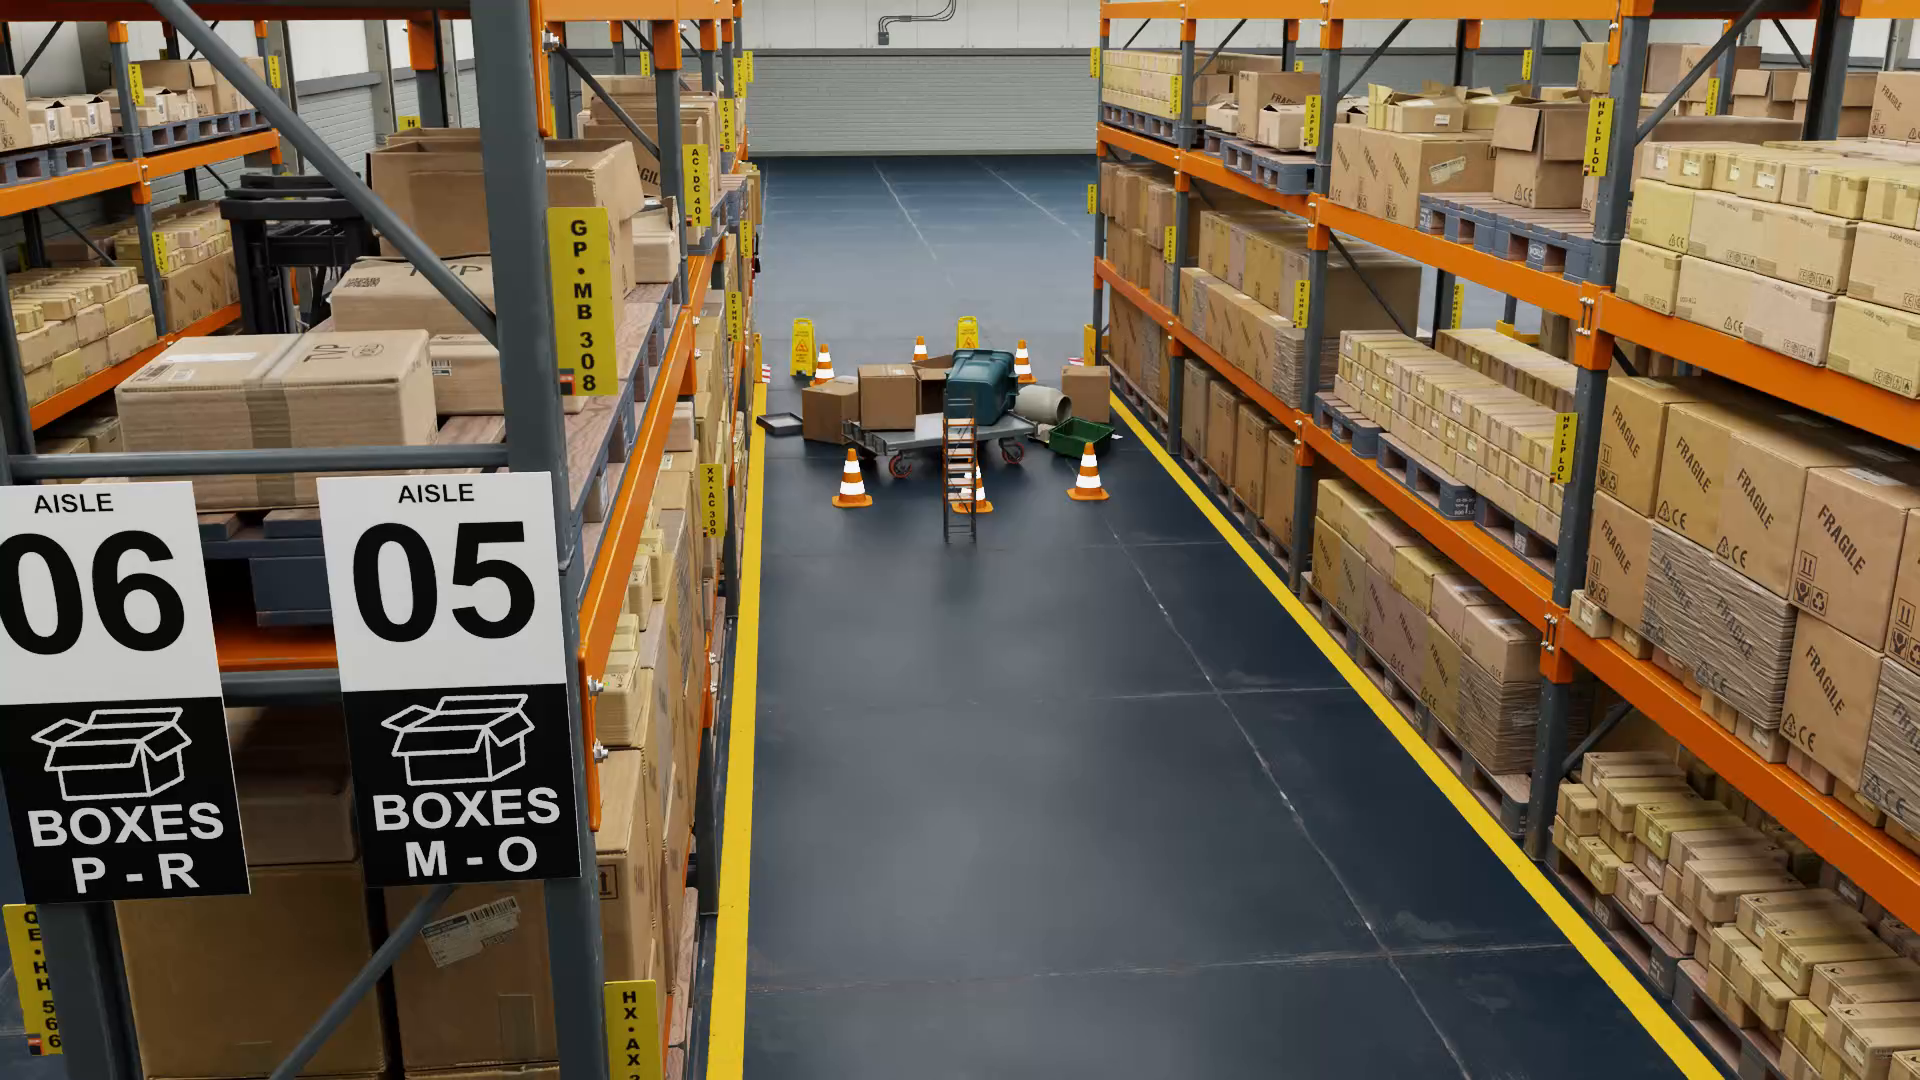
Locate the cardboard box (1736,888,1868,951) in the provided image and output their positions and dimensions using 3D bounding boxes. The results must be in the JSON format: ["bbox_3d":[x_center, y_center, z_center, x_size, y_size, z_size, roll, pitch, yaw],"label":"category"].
[{"bbox_3d":[3.276,1.494,6.477,0.380,0.149,0.250,-3,18,-8],"label":"cardboard box"}]

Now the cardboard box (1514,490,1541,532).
[{"bbox_3d":[3.031,-0.153,8.376,0.380,0.149,0.250,-2,18,-5],"label":"cardboard box"}]

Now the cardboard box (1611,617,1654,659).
[{"bbox_3d":[3.101,0.406,7.296,0.380,0.149,0.250,-1,17,-4],"label":"cardboard box"}]

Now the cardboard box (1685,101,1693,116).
[{"bbox_3d":[7.158,-4.110,15.837,0.380,0.149,0.250,-2,17,-5],"label":"cardboard box"}]

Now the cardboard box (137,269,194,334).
[{"bbox_3d":[-7.164,-2.117,14.746,0.500,0.500,0.500,-2,18,-7],"label":"cardboard box"}]

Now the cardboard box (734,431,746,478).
[{"bbox_3d":[-2.307,-0.660,13.957,0.950,0.372,0.625,-1,17,-2],"label":"cardboard box"}]

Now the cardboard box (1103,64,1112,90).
[{"bbox_3d":[1.854,-5.056,18.153,0.500,0.250,0.500,-2,18,-6],"label":"cardboard box"}]

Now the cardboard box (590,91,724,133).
[{"bbox_3d":[-1.840,-2.465,10.140,0.797,0.503,0.637,-3,18,-9],"label":"cardboard box"}]

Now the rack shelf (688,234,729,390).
[{"bbox_3d":[-1.823,-1.384,8.771,1.077,0.370,4.000,-2,18,-6],"label":"rack shelf"}]

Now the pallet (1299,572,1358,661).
[{"bbox_3d":[2.963,0.488,11.269,1.003,0.211,1.213,-2,18,-6],"label":"pallet"}]

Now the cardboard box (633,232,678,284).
[{"bbox_3d":[-1.205,-1.000,5.899,0.380,0.149,0.250,-1,17,-4],"label":"cardboard box"}]

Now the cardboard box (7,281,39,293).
[{"bbox_3d":[-7.508,-1.944,13.110,0.380,0.149,0.250,-2,18,-6],"label":"cardboard box"}]

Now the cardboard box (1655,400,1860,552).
[{"bbox_3d":[3.170,-0.254,6.645,0.500,0.500,0.500,-2,18,-7],"label":"cardboard box"}]

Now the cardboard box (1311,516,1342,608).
[{"bbox_3d":[2.704,0.136,11.208,0.500,0.500,0.500,-3,18,-8],"label":"cardboard box"}]

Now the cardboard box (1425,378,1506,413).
[{"bbox_3d":[2.898,-0.830,9.537,0.380,0.149,0.250,-2,18,-6],"label":"cardboard box"}]

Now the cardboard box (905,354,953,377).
[{"bbox_3d":[-0.155,-1.639,17.558,0.637,0.503,0.797,16,24,42],"label":"cardboard box"}]

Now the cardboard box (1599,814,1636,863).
[{"bbox_3d":[3.131,1.325,7.510,0.380,0.149,0.250,-2,18,-5],"label":"cardboard box"}]

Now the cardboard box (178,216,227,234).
[{"bbox_3d":[-7.380,-3.063,16.179,0.380,0.149,0.250,-2,17,-5],"label":"cardboard box"}]

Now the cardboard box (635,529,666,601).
[{"bbox_3d":[-1.083,0.080,4.996,0.380,0.149,0.250,-2,18,-7],"label":"cardboard box"}]

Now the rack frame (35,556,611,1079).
[{"bbox_3d":[-1.204,1.492,3.418,1.000,3.000,0.127,-2,18,-6],"label":"rack frame"}]

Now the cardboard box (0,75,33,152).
[{"bbox_3d":[-6.903,-2.991,11.653,0.500,0.500,0.500,-1,17,-4],"label":"cardboard box"}]

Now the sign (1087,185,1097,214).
[{"bbox_3d":[1.507,-3.894,18.995,0.100,0.325,0.005,-2,18,-6],"label":"sign"}]

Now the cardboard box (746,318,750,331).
[{"bbox_3d":[-2.272,-2.096,16.399,0.380,0.149,0.250,-1,17,-2],"label":"cardboard box"}]

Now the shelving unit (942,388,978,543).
[{"bbox_3d":[-0.002,-0.577,13.011,0.258,1.200,0.189,-2,18,-6],"label":"shelving unit"}]

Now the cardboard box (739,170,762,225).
[{"bbox_3d":[-2.384,-3.497,16.975,0.700,0.500,0.500,-2,18,-6],"label":"cardboard box"}]

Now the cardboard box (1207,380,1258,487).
[{"bbox_3d":[2.721,-0.924,14.167,1.050,0.750,0.750,-2,18,-6],"label":"cardboard box"}]

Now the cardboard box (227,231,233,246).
[{"bbox_3d":[-7.320,-3.002,16.482,0.380,0.149,0.250,-2,18,-5],"label":"cardboard box"}]

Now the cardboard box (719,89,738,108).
[{"bbox_3d":[-2.149,-3.879,14.606,0.380,0.149,0.250,-2,18,-7],"label":"cardboard box"}]

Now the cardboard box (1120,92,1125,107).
[{"bbox_3d":[1.880,-4.605,17.380,0.380,0.149,0.250,-2,18,-5],"label":"cardboard box"}]

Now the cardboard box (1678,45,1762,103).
[{"bbox_3d":[7.116,-4.375,15.600,0.500,0.500,0.500,-2,18,-7],"label":"cardboard box"}]

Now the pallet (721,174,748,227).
[{"bbox_3d":[-1.910,-2.043,9.983,1.213,0.211,1.003,-1,17,-3],"label":"pallet"}]

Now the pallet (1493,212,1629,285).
[{"bbox_3d":[3.339,-1.412,7.972,1.213,0.211,1.003,-2,18,-6],"label":"pallet"}]

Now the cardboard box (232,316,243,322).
[{"bbox_3d":[-7.375,-2.207,17.419,0.500,0.250,0.500,-1,17,-5],"label":"cardboard box"}]

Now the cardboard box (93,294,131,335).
[{"bbox_3d":[-7.013,-1.805,13.333,0.500,0.250,0.500,-2,18,-7],"label":"cardboard box"}]

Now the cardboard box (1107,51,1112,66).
[{"bbox_3d":[1.802,-5.214,17.990,0.380,0.149,0.250,-2,18,-5],"label":"cardboard box"}]

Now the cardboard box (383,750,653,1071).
[{"bbox_3d":[-0.970,0.815,3.737,0.500,0.500,0.500,-2,18,-7],"label":"cardboard box"}]

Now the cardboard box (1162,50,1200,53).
[{"bbox_3d":[2.431,-5.308,18.290,0.380,0.149,0.250,-2,18,-5],"label":"cardboard box"}]

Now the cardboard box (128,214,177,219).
[{"bbox_3d":[-7.942,-3.123,16.370,0.380,0.149,0.250,-2,18,-7],"label":"cardboard box"}]

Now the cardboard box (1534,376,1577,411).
[{"bbox_3d":[3.548,-0.845,9.584,0.380,0.149,0.250,-1,17,-4],"label":"cardboard box"}]

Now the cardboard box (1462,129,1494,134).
[{"bbox_3d":[3.260,-2.243,10.139,0.500,0.500,0.500,-2,18,-6],"label":"cardboard box"}]

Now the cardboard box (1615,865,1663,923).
[{"bbox_3d":[3.120,1.547,7.301,0.380,0.149,0.250,-2,18,-6],"label":"cardboard box"}]

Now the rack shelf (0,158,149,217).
[{"bbox_3d":[-7.172,-2.421,12.075,1.077,0.370,4.000,-2,18,-6],"label":"rack shelf"}]

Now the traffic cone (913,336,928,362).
[{"bbox_3d":[-0.458,-2.112,19.133,0.336,0.463,0.334,-2,18,-6],"label":"traffic cone"}]

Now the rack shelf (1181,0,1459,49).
[{"bbox_3d":[2.678,-3.999,12.760,1.077,0.370,4.000,-2,18,-6],"label":"rack shelf"}]

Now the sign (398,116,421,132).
[{"bbox_3d":[-2.155,-1.508,6.578,0.100,0.325,0.005,-2,18,-6],"label":"sign"}]

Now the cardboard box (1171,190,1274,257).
[{"bbox_3d":[2.468,-2.964,15.558,0.875,0.550,0.550,-2,18,-6],"label":"cardboard box"}]

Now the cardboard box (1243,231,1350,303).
[{"bbox_3d":[2.686,-2.189,13.307,0.700,0.500,0.500,-2,18,-6],"label":"cardboard box"}]

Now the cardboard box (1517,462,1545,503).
[{"bbox_3d":[3.031,-0.297,8.335,0.380,0.149,0.250,-2,18,-5],"label":"cardboard box"}]

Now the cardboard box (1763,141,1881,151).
[{"bbox_3d":[3.601,-1.587,6.966,0.380,0.149,0.250,-3,18,-8],"label":"cardboard box"}]

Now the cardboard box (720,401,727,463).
[{"bbox_3d":[-1.597,-0.618,9.553,0.500,0.250,0.500,-2,18,-7],"label":"cardboard box"}]

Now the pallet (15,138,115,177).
[{"bbox_3d":[-7.274,-3.007,13.058,0.805,0.209,1.217,-2,18,-8],"label":"pallet"}]

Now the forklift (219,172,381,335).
[{"bbox_3d":[-4.553,-1.233,12.210,1.130,2.935,3.031,-2,18,-5],"label":"forklift"}]

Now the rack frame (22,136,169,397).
[{"bbox_3d":[-7.378,-1.929,14.314,1.000,3.000,0.127,-2,18,-6],"label":"rack frame"}]

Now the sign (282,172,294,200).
[{"bbox_3d":[-7.250,-3.799,17.941,0.100,0.325,0.005,-2,18,-6],"label":"sign"}]
